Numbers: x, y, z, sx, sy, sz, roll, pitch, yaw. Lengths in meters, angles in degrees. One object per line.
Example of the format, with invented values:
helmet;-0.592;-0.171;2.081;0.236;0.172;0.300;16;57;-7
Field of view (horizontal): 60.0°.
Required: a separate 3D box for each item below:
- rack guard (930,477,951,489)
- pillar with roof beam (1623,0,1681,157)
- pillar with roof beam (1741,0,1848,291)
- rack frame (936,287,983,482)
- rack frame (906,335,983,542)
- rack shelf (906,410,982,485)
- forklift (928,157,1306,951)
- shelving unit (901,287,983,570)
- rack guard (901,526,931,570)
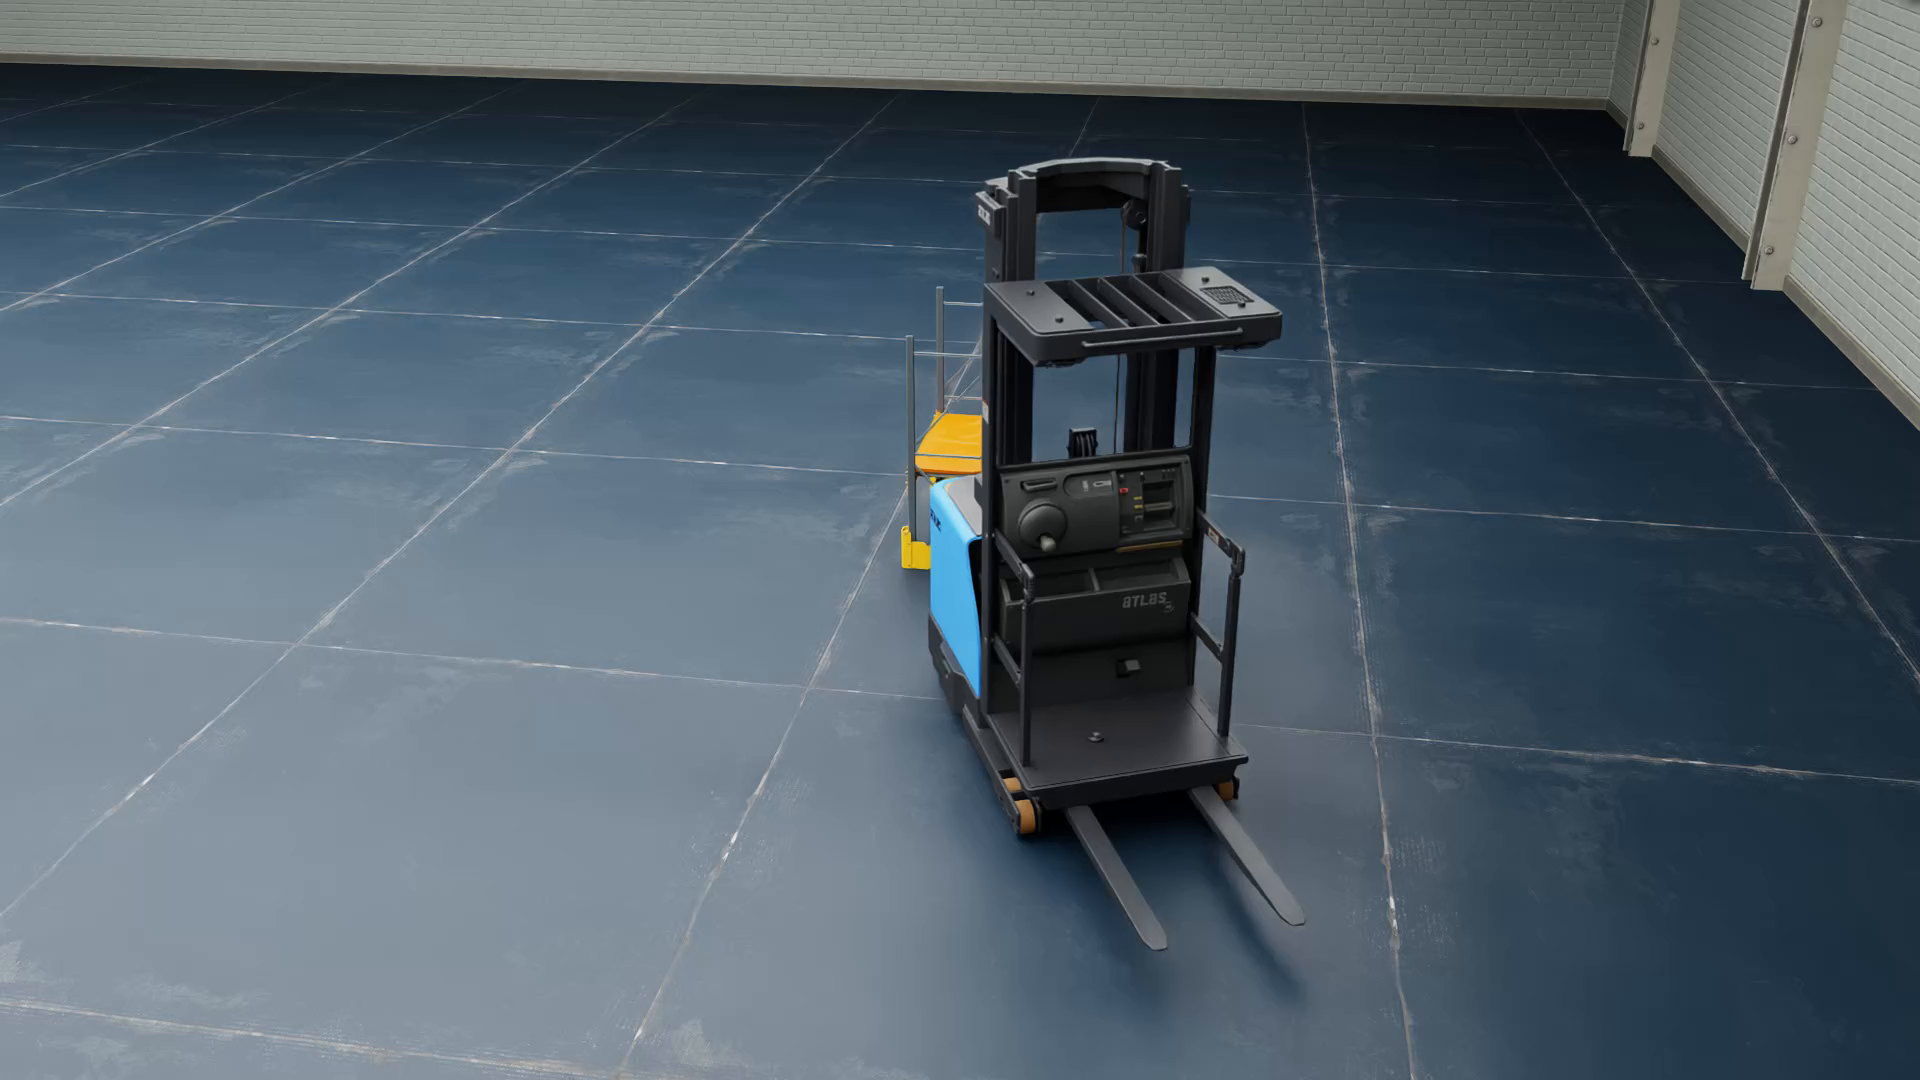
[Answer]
rack guard;0.094;-0.353;11.210;0.587;0.250;0.087;4;25;9
pillar with roof beam;4.470;-9.347;20.104;9.100;9.000;0.400;4;25;9
pillar with roof beam;3.490;-6.838;14.743;9.100;9.000;0.400;4;25;9
rack frame;0.097;-0.928;10.962;0.500;1.500;0.032;4;25;9
rack frame;-0.069;-0.502;10.054;0.500;1.500;0.032;4;25;9
rack shelf;0.014;-0.552;10.585;0.538;0.185;1.000;4;25;9
forklift;0.704;-0.129;7.568;1.130;2.935;3.031;-7;26;-14
shelving unit;0.012;-0.711;10.500;0.587;1.500;1.083;4;25;9
rack guard;-0.069;0.063;10.320;0.587;0.250;0.087;4;25;9
